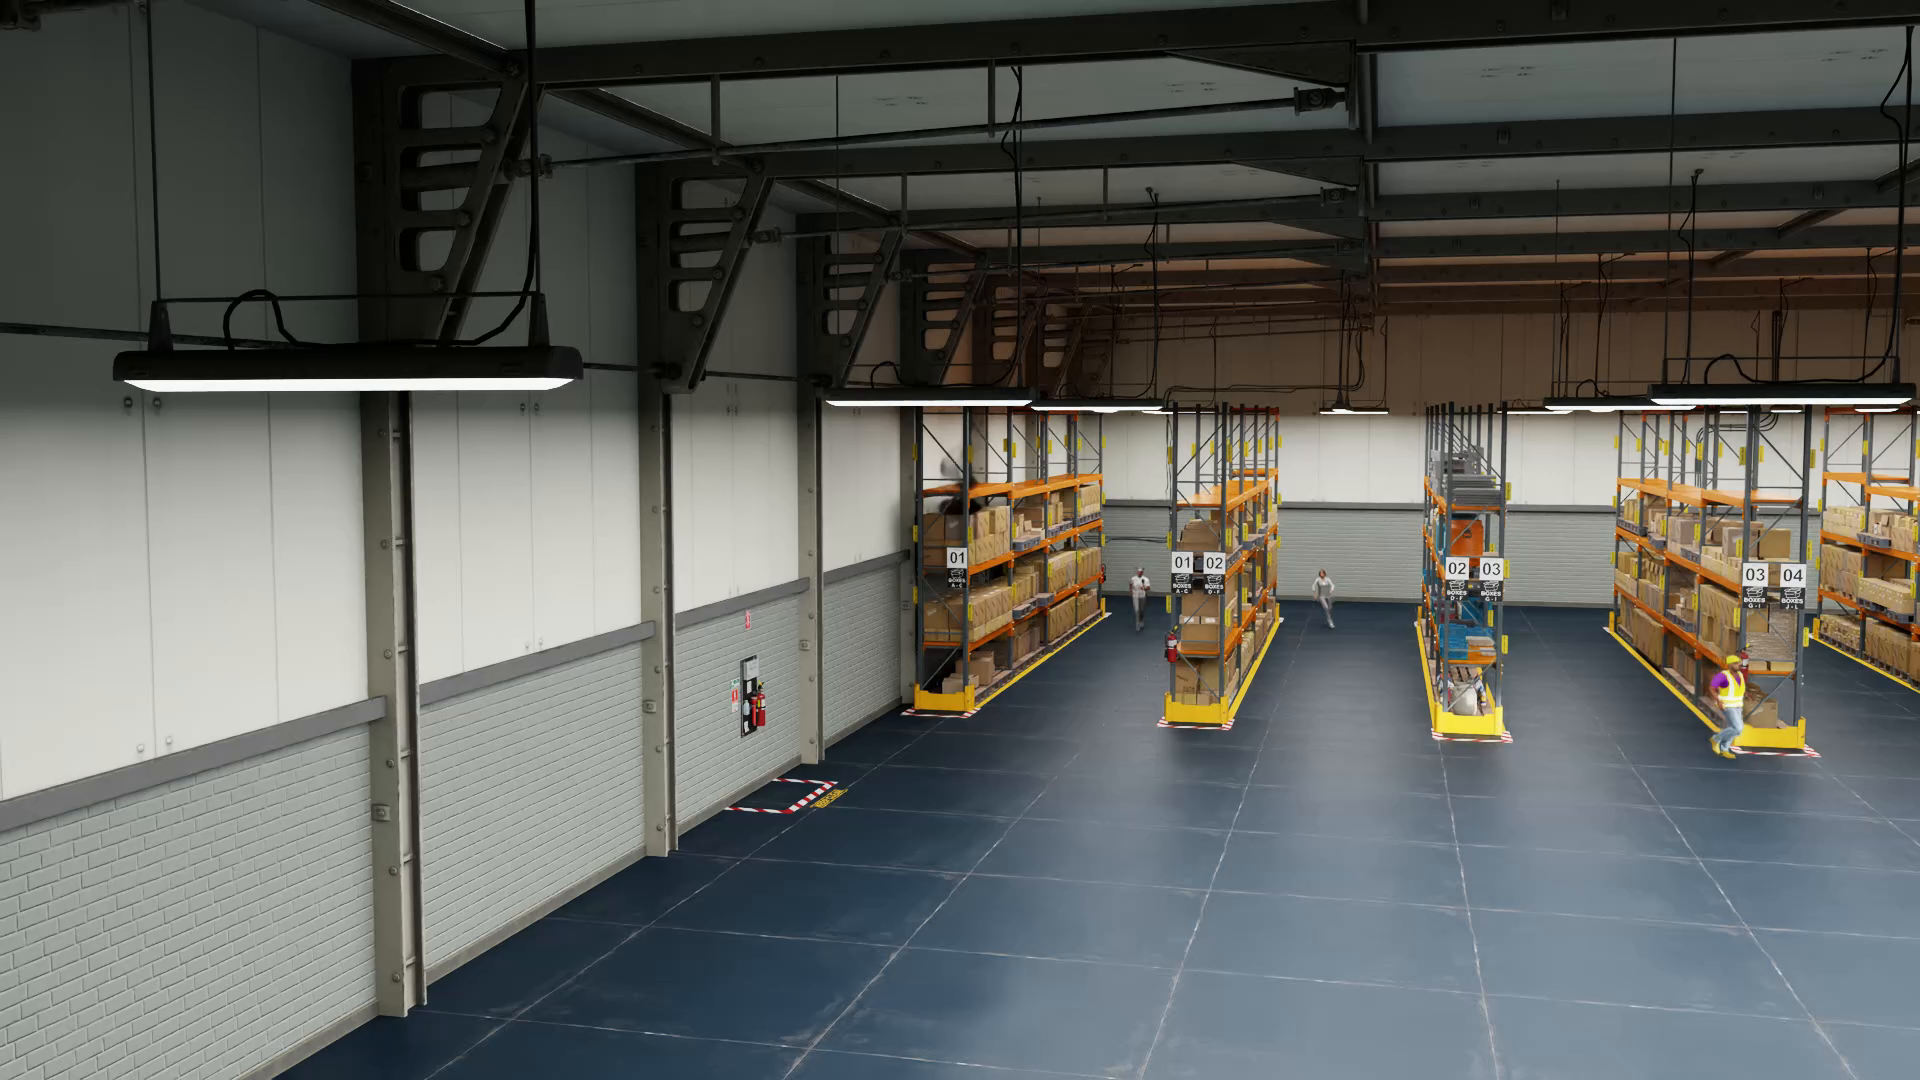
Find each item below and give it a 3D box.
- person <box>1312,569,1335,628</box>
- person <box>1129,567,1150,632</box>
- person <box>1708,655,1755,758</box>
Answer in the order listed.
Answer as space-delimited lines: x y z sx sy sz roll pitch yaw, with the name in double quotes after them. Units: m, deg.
9.942 1.584 45.418 0.601 1.553 0.853 0 4 0 "person"
4.829 1.559 44.686 0.558 1.716 0.903 0 4 6 "person"
12.987 2.796 27.918 0.681 1.729 0.597 -2 5 -30 "person"
